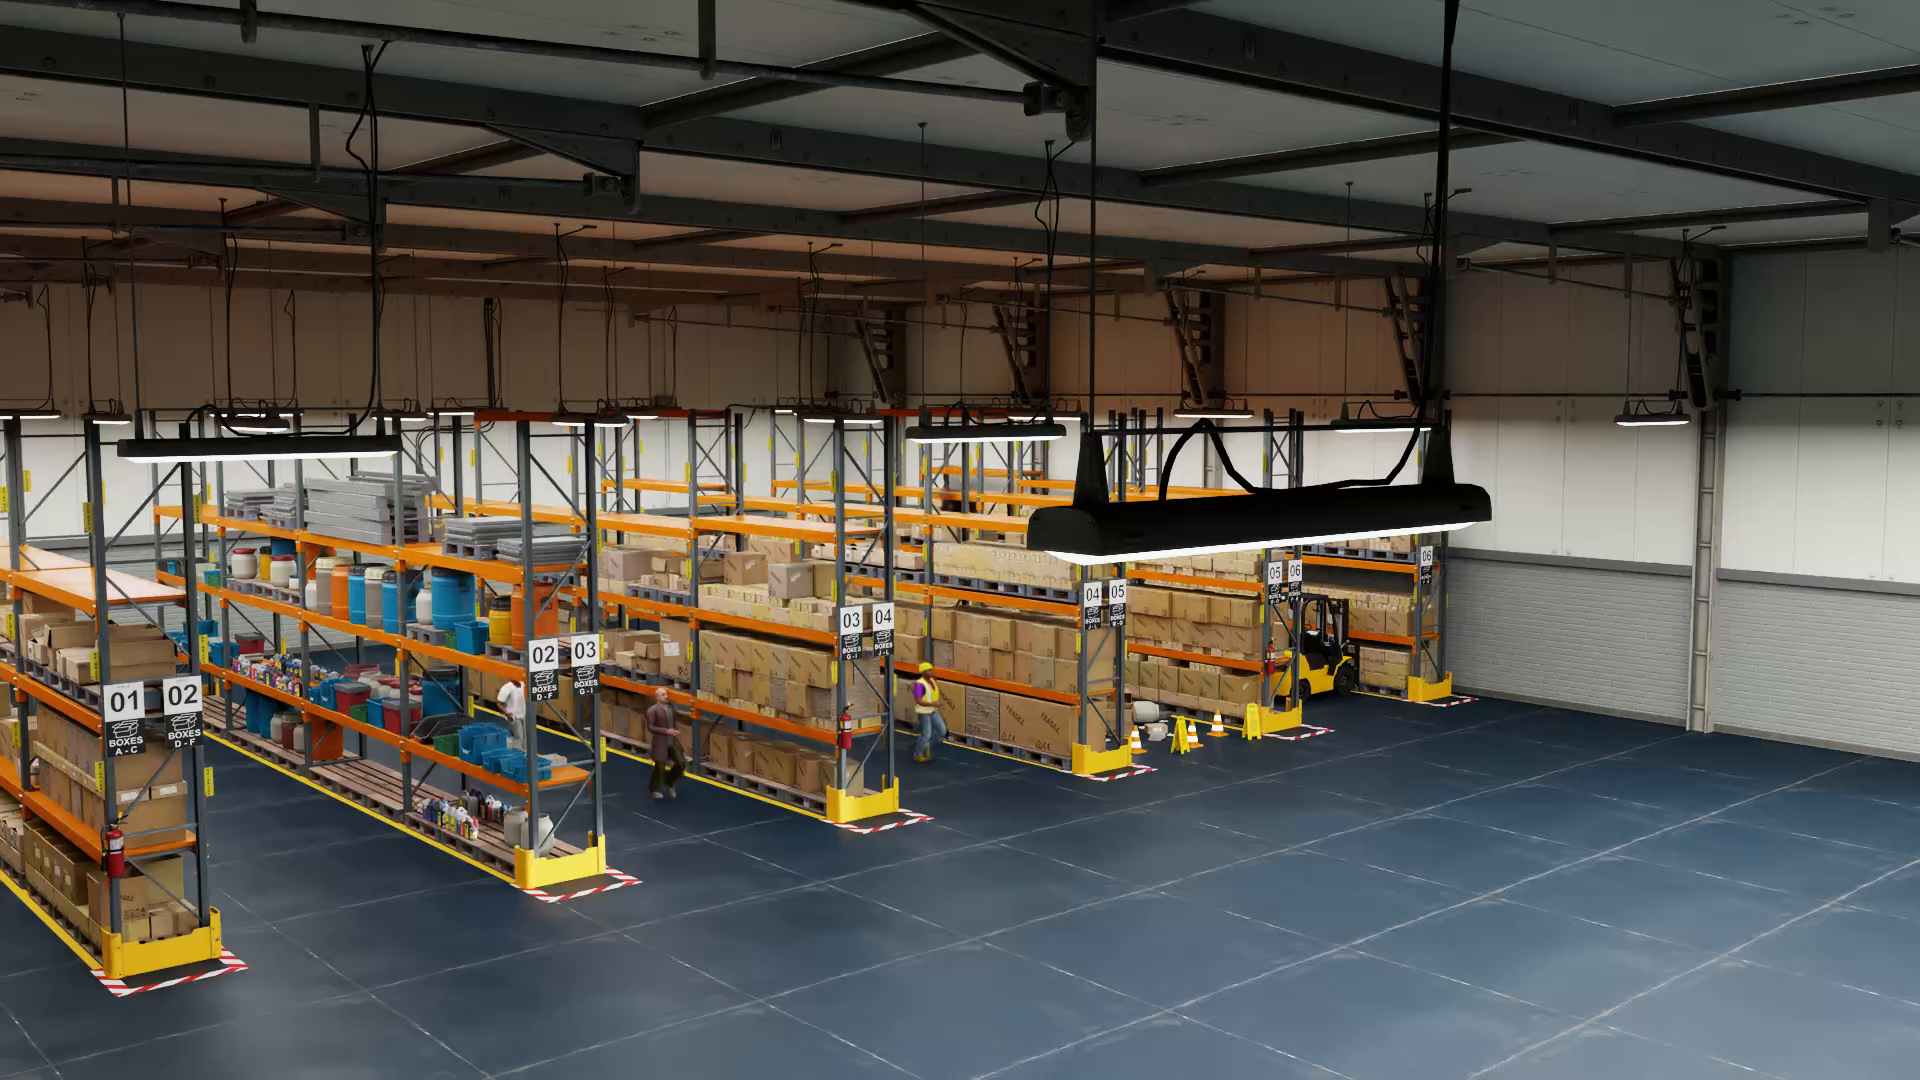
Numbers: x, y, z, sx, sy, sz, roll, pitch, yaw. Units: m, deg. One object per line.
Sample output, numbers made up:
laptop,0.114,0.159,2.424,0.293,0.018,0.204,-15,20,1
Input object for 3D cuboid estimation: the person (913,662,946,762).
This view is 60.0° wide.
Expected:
person,-0.508,2.949,28.522,0.636,1.718,0.706,3,6,34

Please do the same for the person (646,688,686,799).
person,-4.574,3.174,25.887,0.765,1.763,0.684,5,7,42

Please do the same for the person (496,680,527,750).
person,-7.539,2.997,28.248,0.652,1.724,0.702,3,6,34
